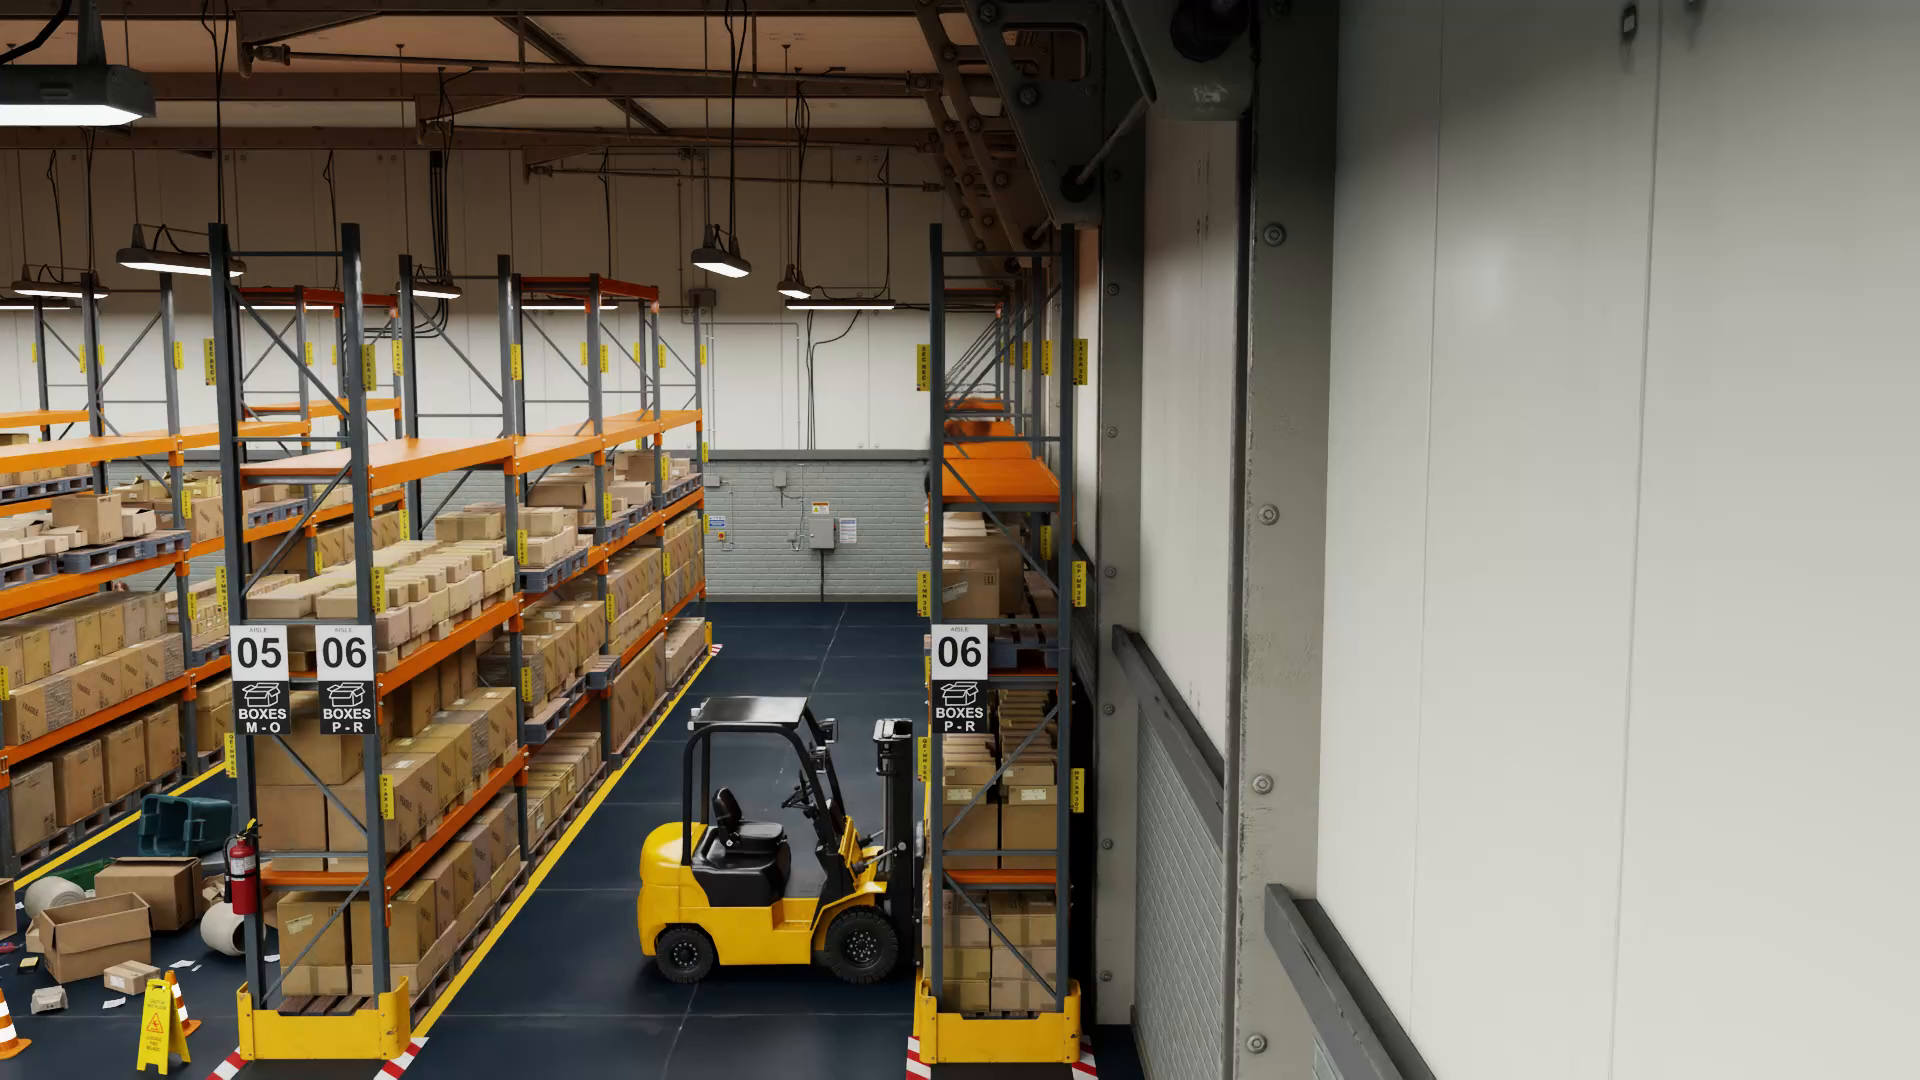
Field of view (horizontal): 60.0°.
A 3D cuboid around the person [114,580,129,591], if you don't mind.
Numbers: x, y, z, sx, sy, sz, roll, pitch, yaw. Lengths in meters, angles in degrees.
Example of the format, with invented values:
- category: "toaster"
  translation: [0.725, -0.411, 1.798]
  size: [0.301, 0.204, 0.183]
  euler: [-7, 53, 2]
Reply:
- category: "person"
  translation: [-12.908, 1.410, 25.597]
  size: [0.586, 1.552, 0.669]
  euler: [-1, 7, -12]
